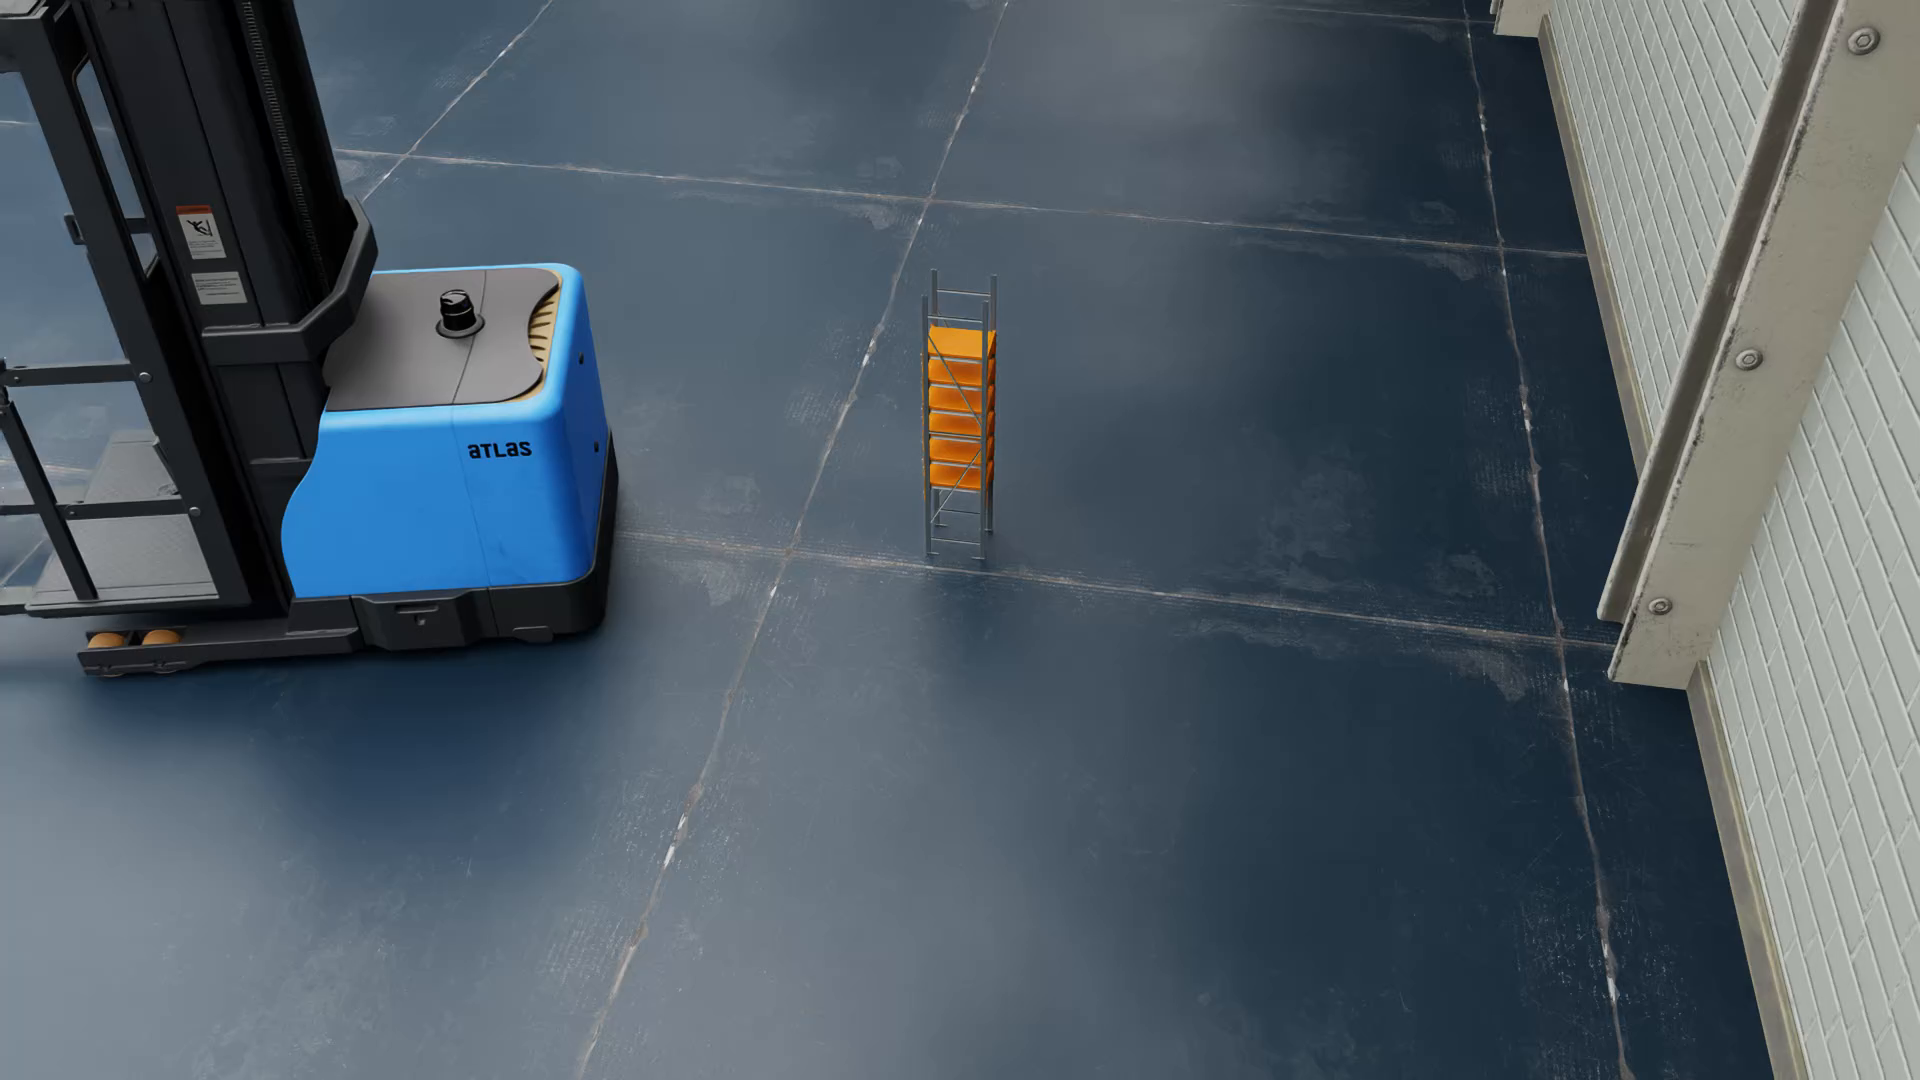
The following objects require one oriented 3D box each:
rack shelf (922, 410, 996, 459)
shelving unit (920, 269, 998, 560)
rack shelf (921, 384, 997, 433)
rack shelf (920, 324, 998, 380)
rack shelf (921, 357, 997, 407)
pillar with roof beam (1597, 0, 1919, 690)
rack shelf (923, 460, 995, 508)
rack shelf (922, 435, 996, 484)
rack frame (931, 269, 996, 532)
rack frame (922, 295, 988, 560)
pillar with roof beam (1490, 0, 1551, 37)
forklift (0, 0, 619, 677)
[{"bbox_3d":[-0.002,-0.419,6.385,0.258,0.103,0.180,6,40,8],"label":"rack shelf"},{"bbox_3d":[-0.002,-0.453,6.357,0.258,1.200,0.189,6,40,8],"label":"shelving unit"},{"bbox_3d":[-0.002,-0.512,6.309,0.258,0.103,0.180,6,40,8],"label":"rack shelf"},{"bbox_3d":[-0.002,-0.697,6.156,0.258,0.103,0.180,6,40,8],"label":"rack shelf"},{"bbox_3d":[-0.002,-0.604,6.232,0.258,0.103,0.180,6,40,8],"label":"rack shelf"},{"bbox_3d":[-1.663,-3.533,3.960,9.100,9.000,0.400,6,40,8],"label":"pillar with roof beam"},{"bbox_3d":[-0.003,-0.234,6.538,0.258,0.103,0.180,6,40,8],"label":"rack shelf"},{"bbox_3d":[-0.002,-0.327,6.461,0.258,0.103,0.180,6,40,8],"label":"rack shelf"},{"bbox_3d":[0.013,-0.511,6.426,0.240,1.200,0.006,6,40,8],"label":"rack frame"},{"bbox_3d":[-0.018,-0.396,6.287,0.240,1.200,0.006,6,40,8],"label":"rack frame"},{"bbox_3d":[-0.624,-7.298,8.515,9.100,9.000,0.400,6,40,8],"label":"pillar with roof beam"},{"bbox_3d":[-2.896,-0.978,5.633,3.031,2.935,1.130,-3,40,-4],"label":"forklift"}]
